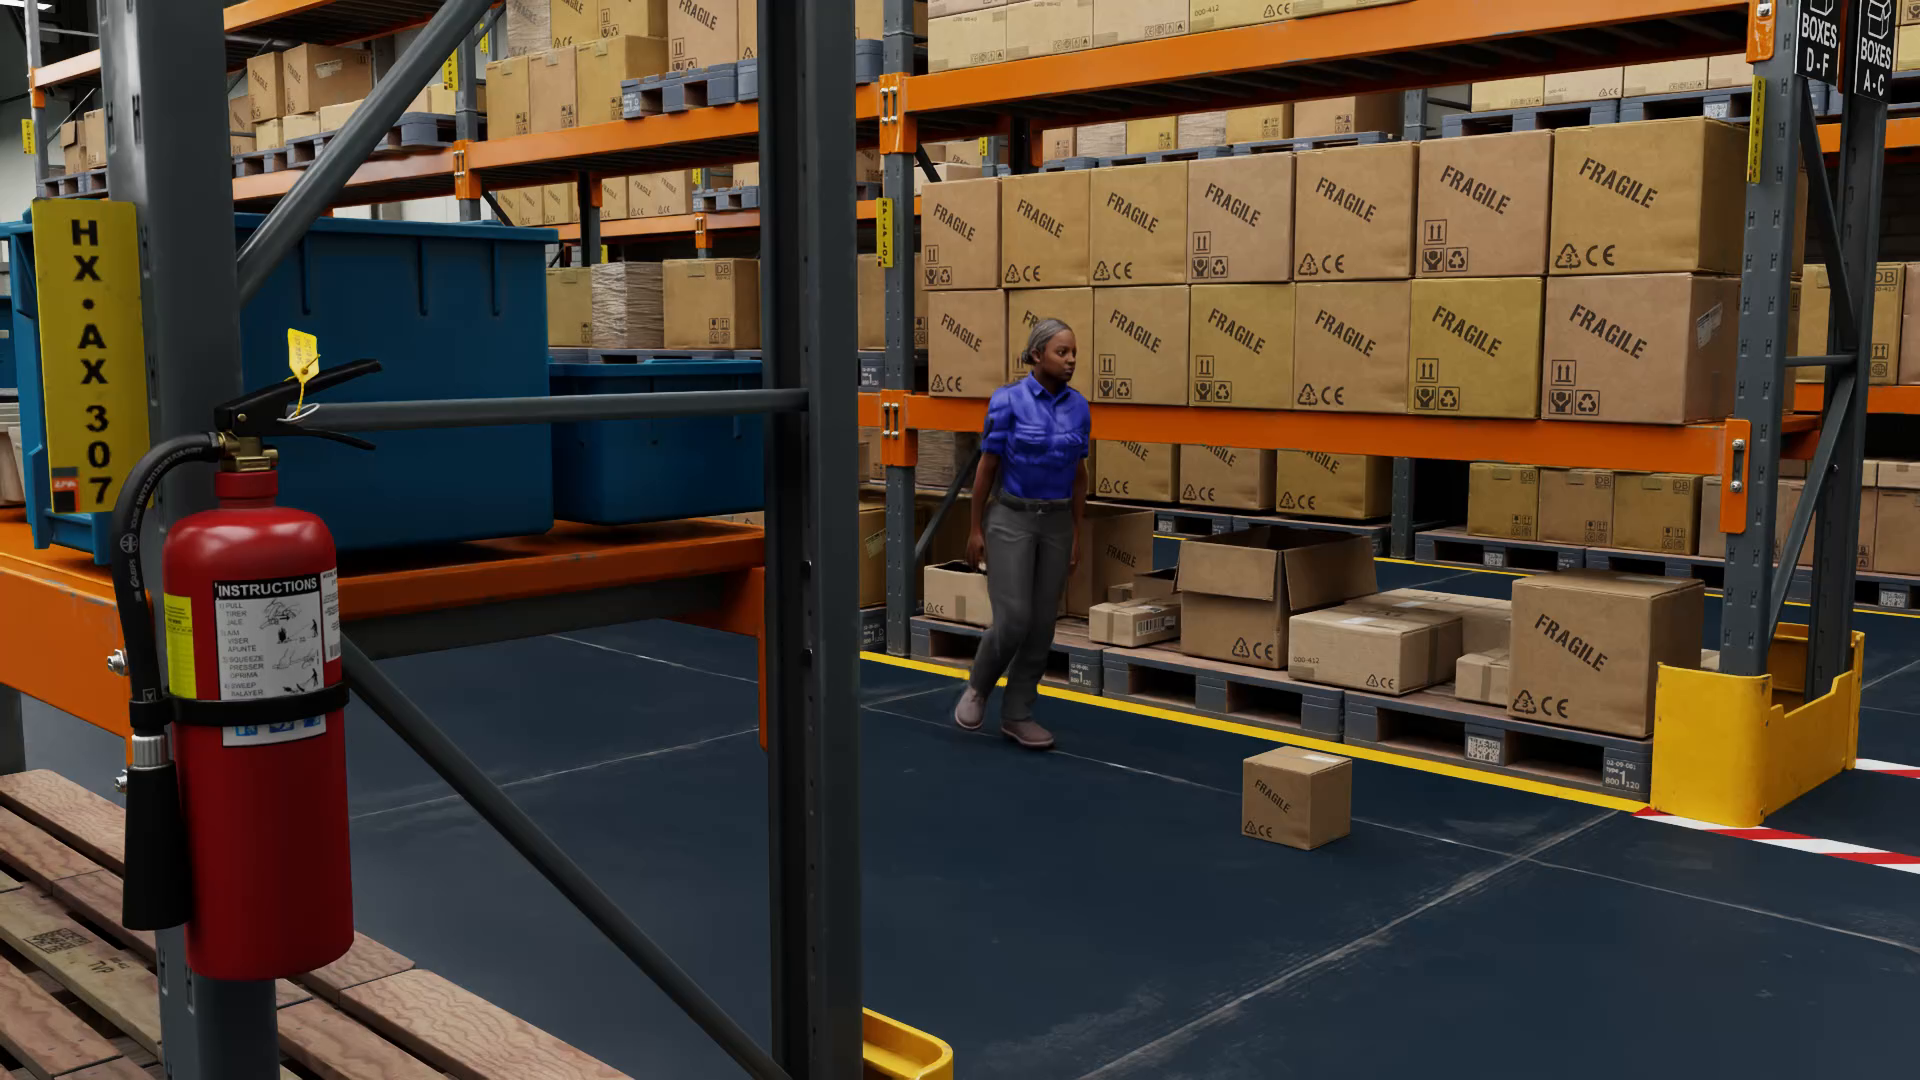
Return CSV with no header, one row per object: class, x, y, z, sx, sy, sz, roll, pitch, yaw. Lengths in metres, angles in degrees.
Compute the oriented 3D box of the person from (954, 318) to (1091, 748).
person,0.244,-0.025,6.415,0.511,1.649,0.466,-4,8,-28
